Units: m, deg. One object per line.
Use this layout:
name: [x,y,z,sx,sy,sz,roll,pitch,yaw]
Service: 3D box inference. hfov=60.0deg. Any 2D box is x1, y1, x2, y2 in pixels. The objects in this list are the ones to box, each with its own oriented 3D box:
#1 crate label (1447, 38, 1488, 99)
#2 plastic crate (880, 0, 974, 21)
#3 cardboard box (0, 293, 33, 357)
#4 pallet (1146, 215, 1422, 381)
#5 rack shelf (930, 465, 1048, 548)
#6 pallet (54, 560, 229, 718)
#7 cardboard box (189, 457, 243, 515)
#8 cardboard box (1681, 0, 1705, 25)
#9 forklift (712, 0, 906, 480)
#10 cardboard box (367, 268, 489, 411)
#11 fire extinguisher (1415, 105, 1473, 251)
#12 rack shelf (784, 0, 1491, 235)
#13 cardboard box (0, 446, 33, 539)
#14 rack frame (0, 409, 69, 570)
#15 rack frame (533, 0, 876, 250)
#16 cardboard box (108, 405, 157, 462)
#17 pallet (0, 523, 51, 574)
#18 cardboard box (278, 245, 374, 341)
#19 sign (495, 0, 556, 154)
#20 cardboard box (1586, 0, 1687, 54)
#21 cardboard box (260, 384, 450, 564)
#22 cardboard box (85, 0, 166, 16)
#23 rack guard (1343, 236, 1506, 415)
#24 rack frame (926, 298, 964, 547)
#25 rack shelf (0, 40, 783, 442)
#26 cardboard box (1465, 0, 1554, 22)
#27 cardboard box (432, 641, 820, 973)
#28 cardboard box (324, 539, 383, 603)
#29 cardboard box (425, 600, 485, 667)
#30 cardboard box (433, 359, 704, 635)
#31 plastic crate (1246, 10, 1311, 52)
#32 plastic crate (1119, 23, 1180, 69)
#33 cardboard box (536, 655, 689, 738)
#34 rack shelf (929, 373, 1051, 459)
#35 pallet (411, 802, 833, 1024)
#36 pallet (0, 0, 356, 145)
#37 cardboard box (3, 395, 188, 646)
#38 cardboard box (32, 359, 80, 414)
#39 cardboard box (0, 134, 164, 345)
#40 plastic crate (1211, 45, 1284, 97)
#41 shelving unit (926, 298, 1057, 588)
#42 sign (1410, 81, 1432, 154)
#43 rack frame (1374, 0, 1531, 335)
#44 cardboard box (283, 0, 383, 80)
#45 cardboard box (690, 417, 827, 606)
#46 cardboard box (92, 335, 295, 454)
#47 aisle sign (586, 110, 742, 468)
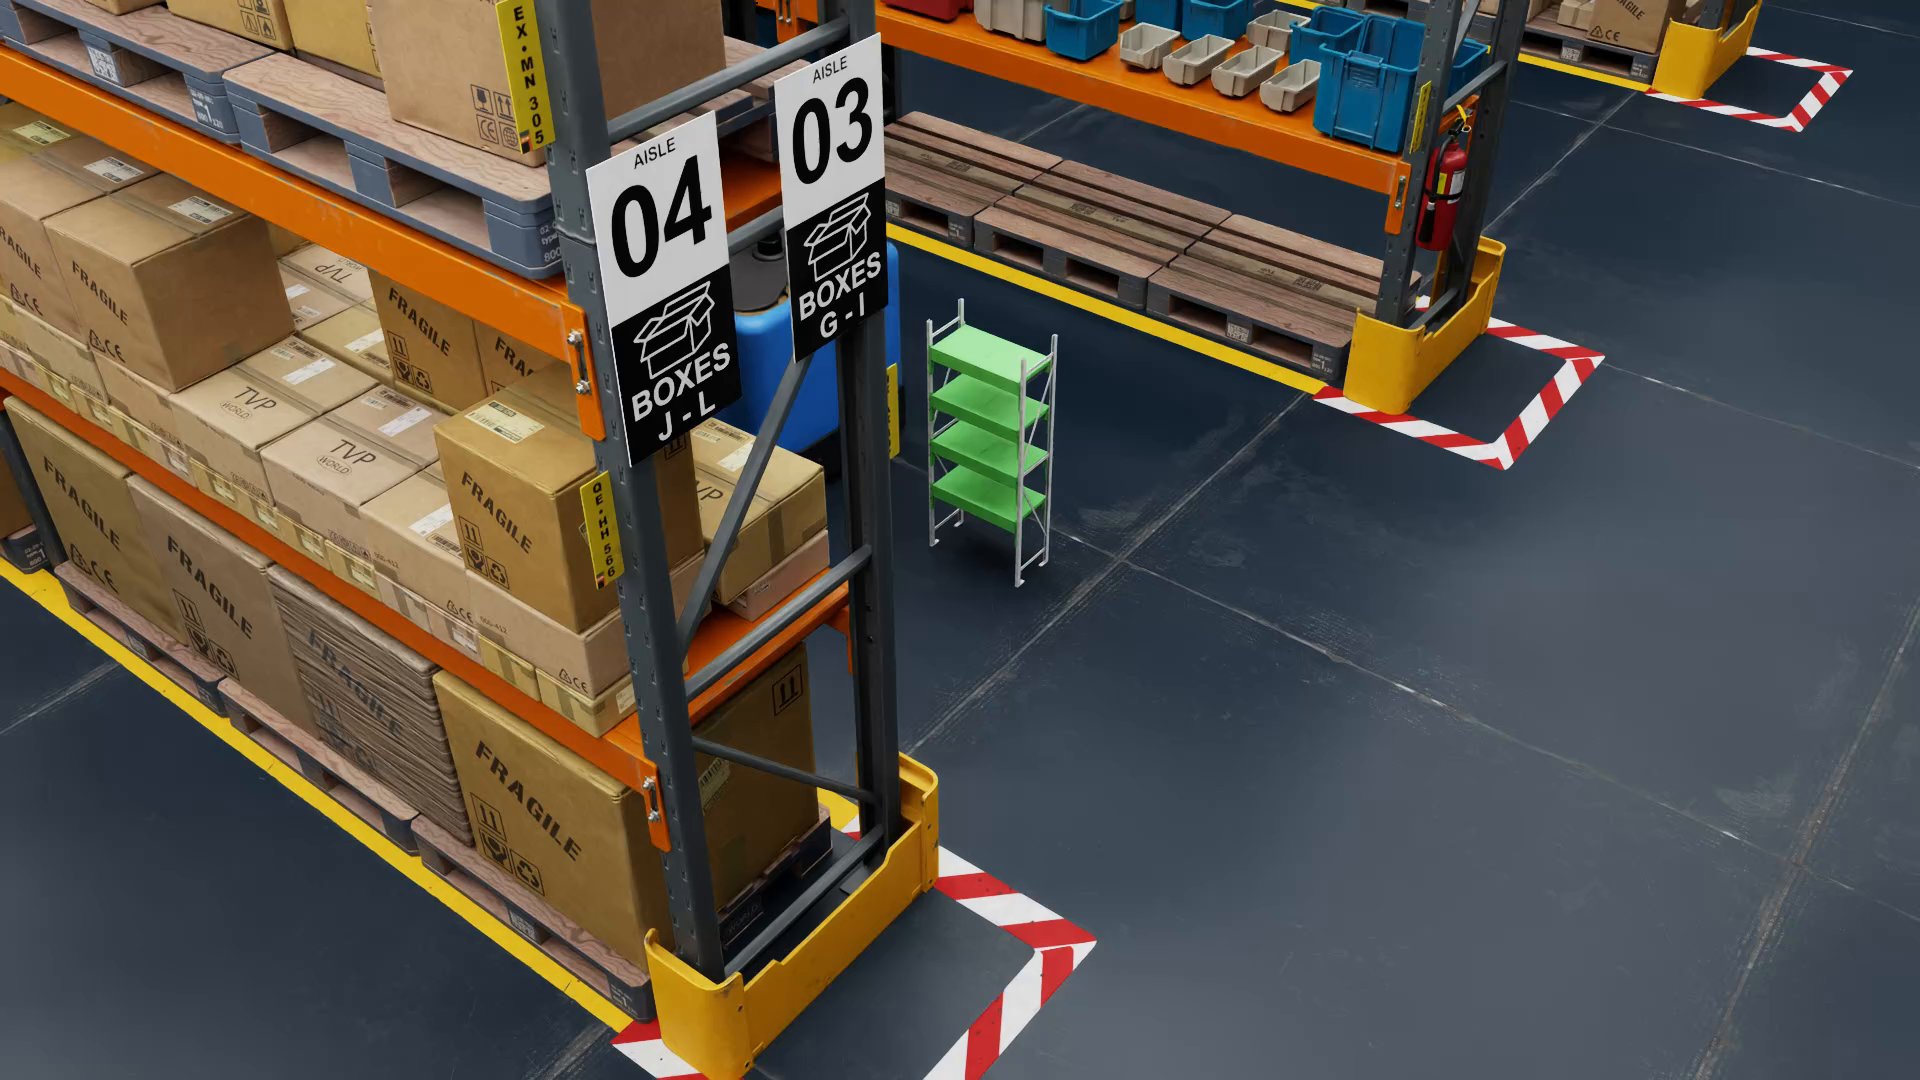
crate label: [2.451,-2.371,8.433,0.303,0.233,0.416,25,45,29]
plastic crate: [-0.173,-3.250,9.367,0.583,0.464,0.402,25,45,29]
cardboard box: [-3.525,-0.987,6.457,0.500,0.250,0.500,24,44,28]
pallet: [1.816,-1.390,9.354,1.213,0.211,1.003,25,45,29]
rack shelf: [0.131,-0.171,7.488,0.480,0.148,0.258,25,45,29]
pallet: [-3.183,0.188,7.338,1.213,0.211,1.003,25,45,29]
cardboard box: [-2.467,-0.277,5.875,0.250,0.149,0.380,24,44,27]
cardboard box: [5.336,-3.960,12.330,0.250,0.149,0.380,25,45,29]
forklift: [-1.727,-2.046,7.986,3.031,2.935,1.130,27,46,30]
cardboard box: [-1.591,-0.778,5.583,0.500,0.500,0.500,24,44,27]
fire extinguisher: [2.291,-1.704,7.858,0.183,0.674,0.296,25,45,29]
rack shelf: [0.859,-2.626,9.254,4.000,0.370,1.077,25,45,29]
cardboard box: [-4.260,-0.792,7.711,0.875,0.875,1.225,25,45,29]
rack frame: [-3.739,-1.233,6.891,0.127,3.000,1.000,25,45,29]
rack frame: [-0.562,-2.097,3.129,0.127,3.000,1.000,25,45,29]
cardboard box: [-2.875,-0.470,6.121,0.250,0.149,0.380,25,44,28]
pallet: [-4.398,-0.387,8.073,1.213,0.211,1.003,25,45,29]
cardboard box: [-2.411,-0.870,6.309,0.500,0.250,0.500,26,45,29]
sign: [-0.903,-0.973,3.472,0.005,0.325,0.100,25,45,29]
cardboard box: [4.878,-3.856,11.913,0.500,0.500,0.500,25,45,29]
cardboard box: [-1.915,-0.225,5.485,0.500,0.250,0.500,24,44,27]
cardboard box: [-2.328,-1.925,4.840,0.500,0.500,0.700,27,46,30]
rack guard: [2.474,-1.173,8.843,0.348,0.500,1.175,25,45,29]
rack frame: [-0.062,-0.502,7.418,0.015,1.200,0.240,25,45,29]
rack shelf: [-2.150,-1.382,5.232,4.000,0.370,1.077,25,45,29]
cardboard box: [4.142,-4.128,12.463,0.500,0.250,0.500,25,45,29]
cardboard box: [-1.119,0.736,5.760,0.875,0.875,0.875,25,45,29]
cardboard box: [-1.857,0.010,5.508,0.250,0.149,0.380,24,44,28]
cardboard box: [-1.452,0.200,5.265,0.250,0.149,0.380,25,45,29]
cardboard box: [-1.108,-0.142,4.770,0.500,0.500,0.500,26,45,29]
plastic crate: [1.708,-2.748,8.992,0.298,0.136,0.250,25,45,29]
plastic crate: [0.986,-2.606,8.811,0.250,0.136,0.298,25,45,29]
cardboard box: [-1.045,0.392,5.020,0.250,0.149,0.380,26,45,29]
rack shelf: [0.131,-0.549,7.192,0.480,0.148,0.258,25,45,29]
pallet: [-1.244,1.102,6.171,1.213,0.211,1.003,25,45,29]
pallet: [-2.131,-1.610,5.012,1.213,0.211,1.003,25,45,29]
cardboard box: [-3.263,-0.275,7.051,0.875,0.875,0.875,25,45,29]
cardboard box: [-3.288,-0.664,6.368,0.250,0.149,0.380,27,45,30]
cardboard box: [-3.127,-1.093,5.985,0.500,0.500,0.500,25,45,29]
plastic crate: [1.468,-2.412,8.563,0.243,0.136,0.396,25,45,29]
shelving unit: [0.131,-0.410,7.301,0.503,1.200,0.258,25,45,29]
sign: [2.126,-1.949,7.674,0.005,0.325,0.100,25,45,29]
rack frame: [2.447,-2.160,8.076,0.127,3.000,1.000,25,45,29]
cardboard box: [-1.381,-1.598,4.422,0.500,0.500,0.700,24,44,27]
cardboard box: [-0.779,-0.105,5.331,0.500,0.250,0.500,24,44,27]
cardboard box: [-2.718,-0.607,5.972,0.500,0.250,0.500,26,45,30]
aisle sign: [-0.687,-0.585,3.955,0.004,0.787,0.394,25,45,29]
